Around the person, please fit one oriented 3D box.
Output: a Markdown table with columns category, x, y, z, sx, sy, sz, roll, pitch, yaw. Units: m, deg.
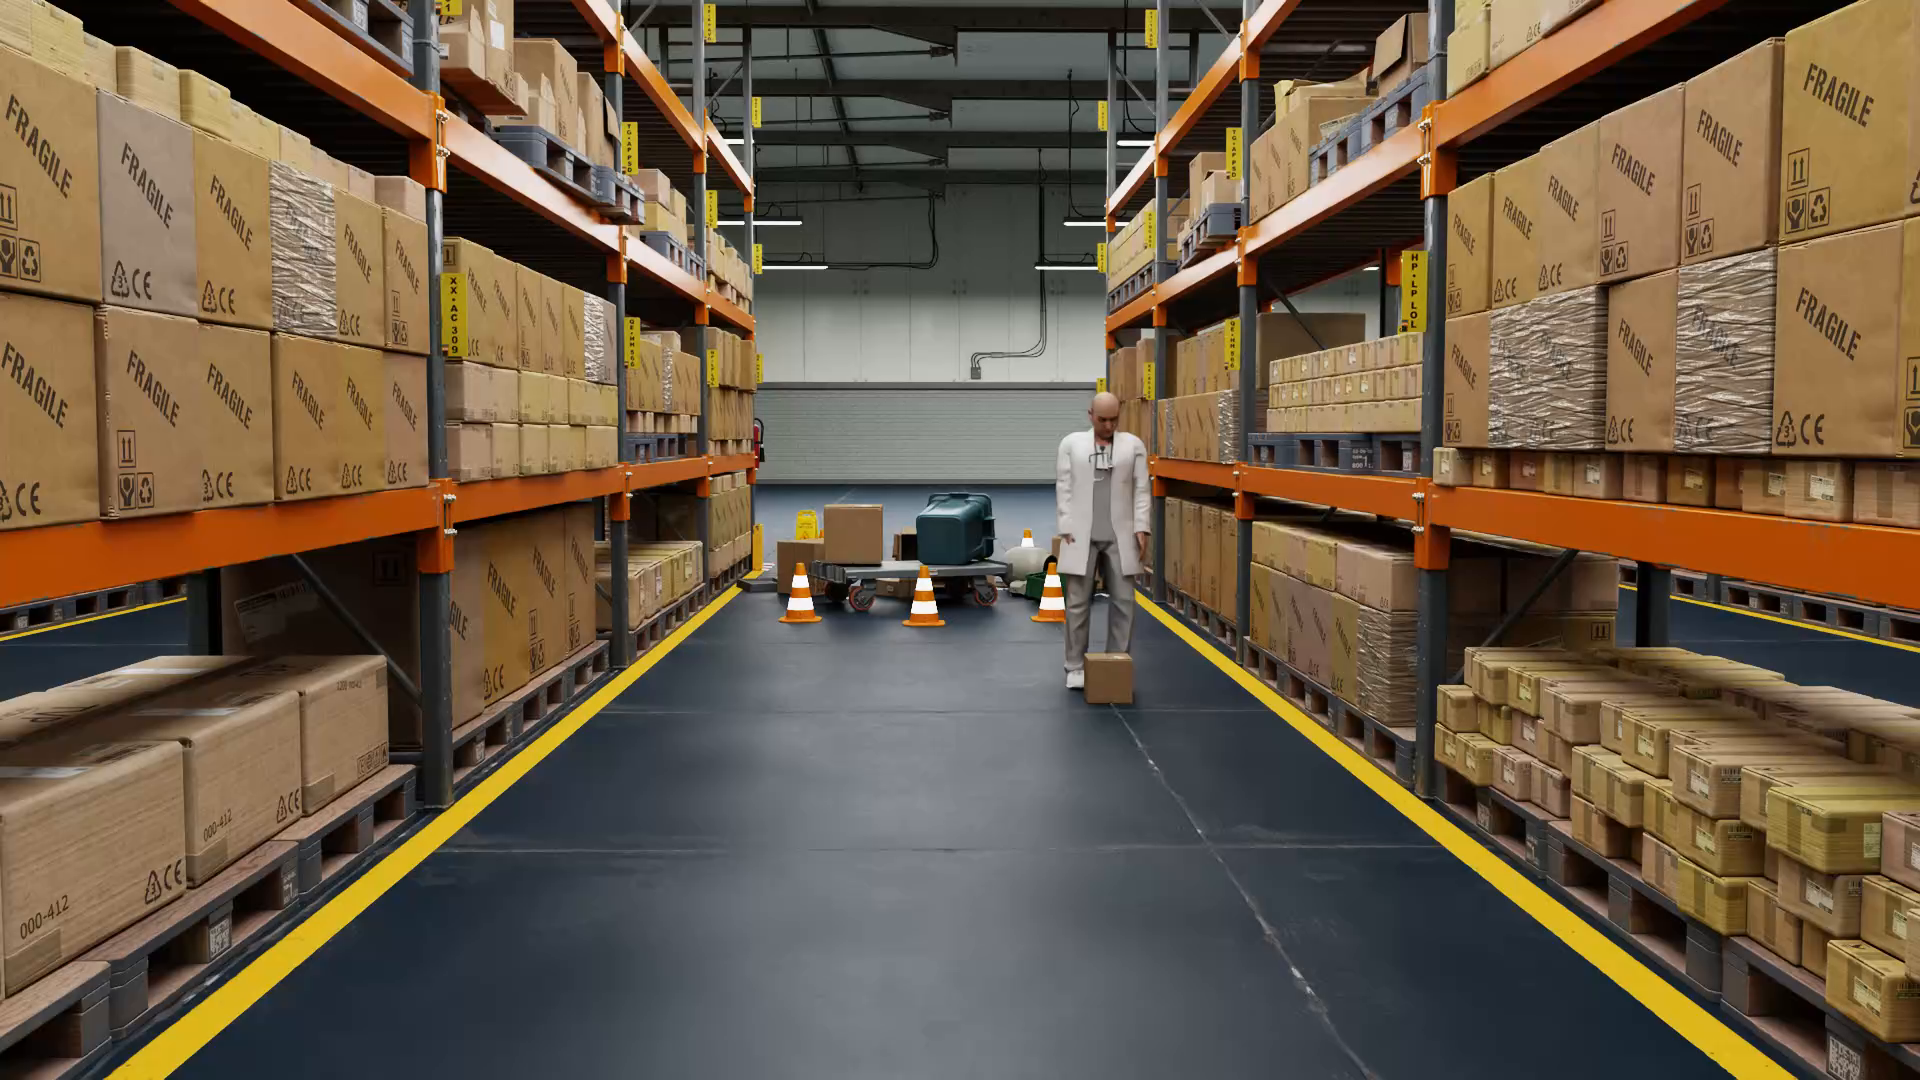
| category | x | y | z | sx | sy | sz | roll | pitch | yaw |
| --- | --- | --- | --- | --- | --- | --- | --- | --- | --- |
| person | 0.855 | 0.001 | 9.887 | 0.572 | 1.761 | 0.378 | 0 | 4 | 0 |
